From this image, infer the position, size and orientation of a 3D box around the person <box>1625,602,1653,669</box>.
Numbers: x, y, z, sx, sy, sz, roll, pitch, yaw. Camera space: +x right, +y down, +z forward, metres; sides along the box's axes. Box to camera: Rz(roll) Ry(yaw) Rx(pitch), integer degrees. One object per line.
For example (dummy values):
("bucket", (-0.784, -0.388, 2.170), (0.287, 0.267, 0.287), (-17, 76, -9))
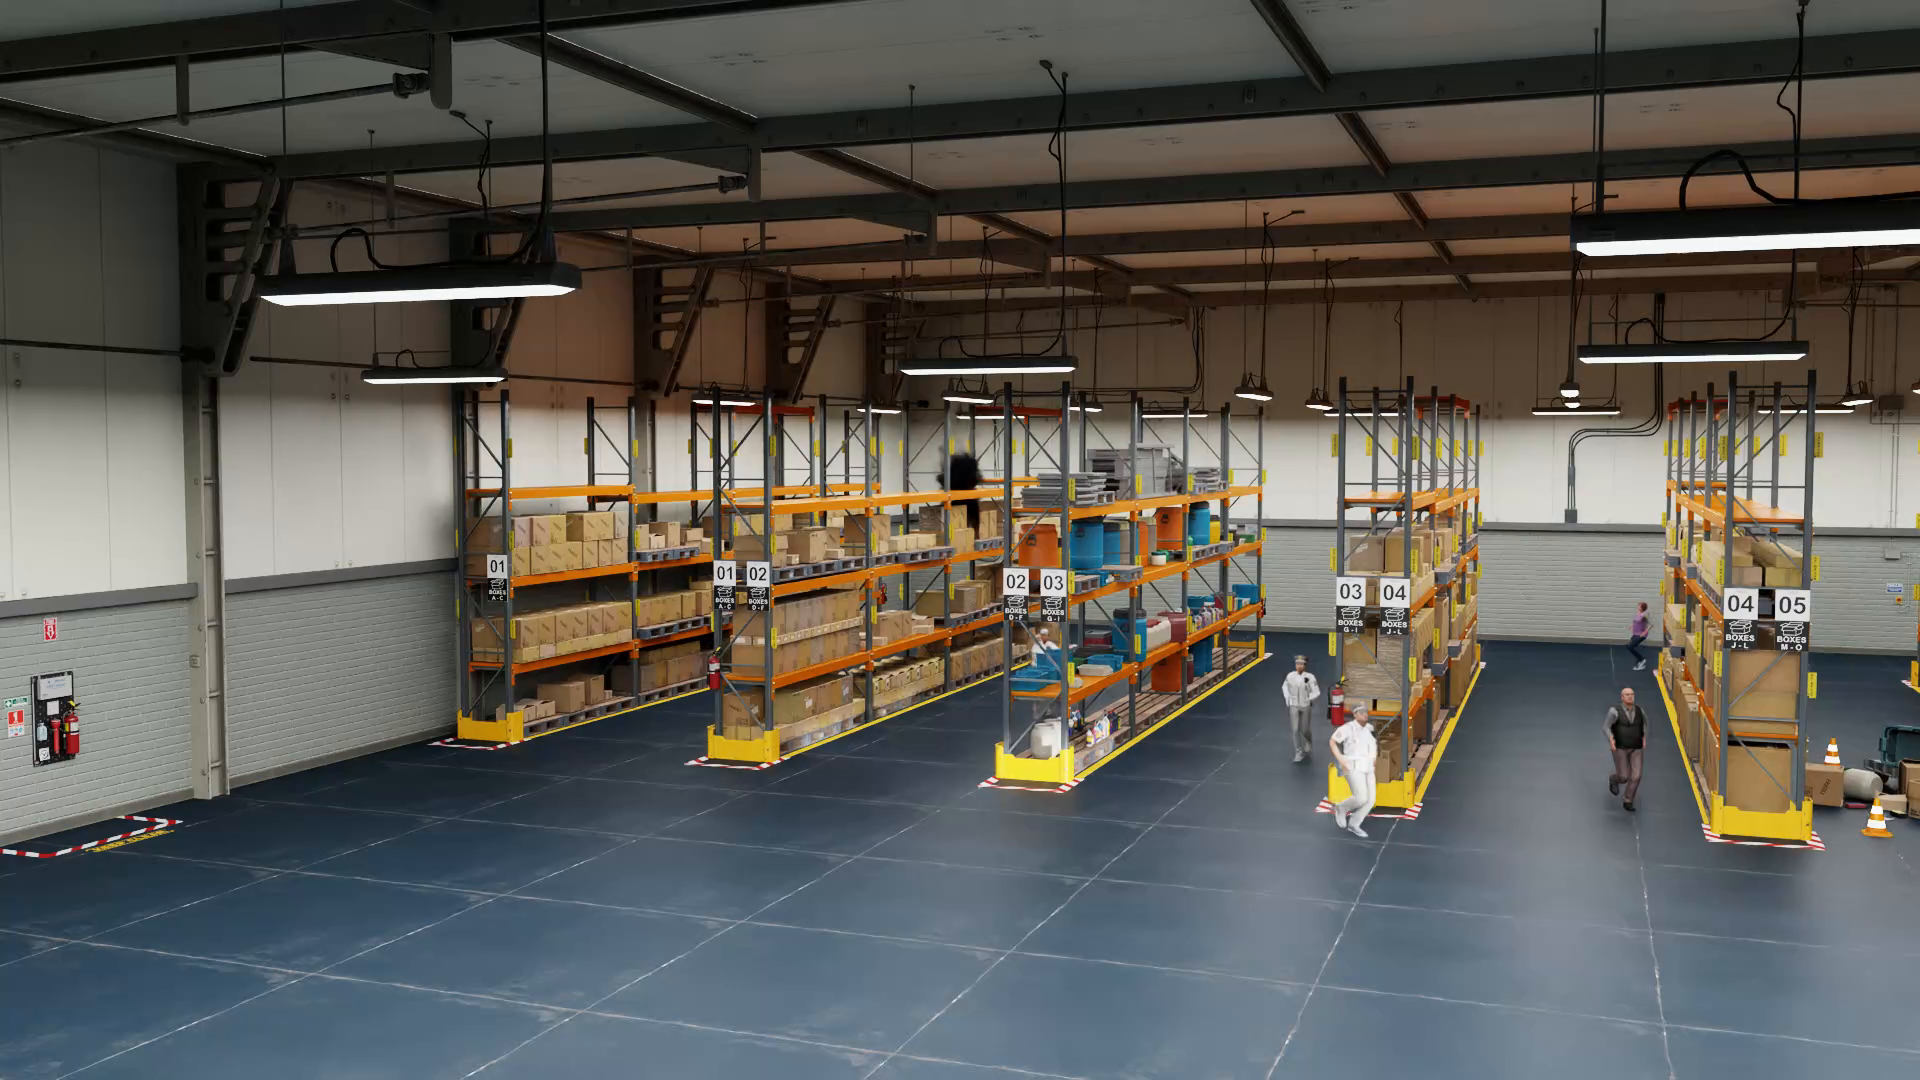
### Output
("person", (15.302, 2.163, 37.499), (0.498, 1.556, 0.618), (0, 3, -6))

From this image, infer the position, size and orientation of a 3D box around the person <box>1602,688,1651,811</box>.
("person", (9.276, 2.895, 23.136), (0.660, 1.683, 0.634), (0, 3, 5))

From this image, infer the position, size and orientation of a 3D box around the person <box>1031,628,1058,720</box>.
("person", (1.544, 2.489, 30.741), (0.576, 1.716, 0.720), (1, 3, 14))

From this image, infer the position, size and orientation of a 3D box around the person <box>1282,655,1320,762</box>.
("person", (5.475, 2.683, 26.759), (0.627, 1.683, 0.754), (1, 3, 21))

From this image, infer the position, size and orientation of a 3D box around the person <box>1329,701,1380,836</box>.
("person", (5.173, 2.954, 21.545), (0.677, 1.741, 0.548), (-2, 4, -31))
